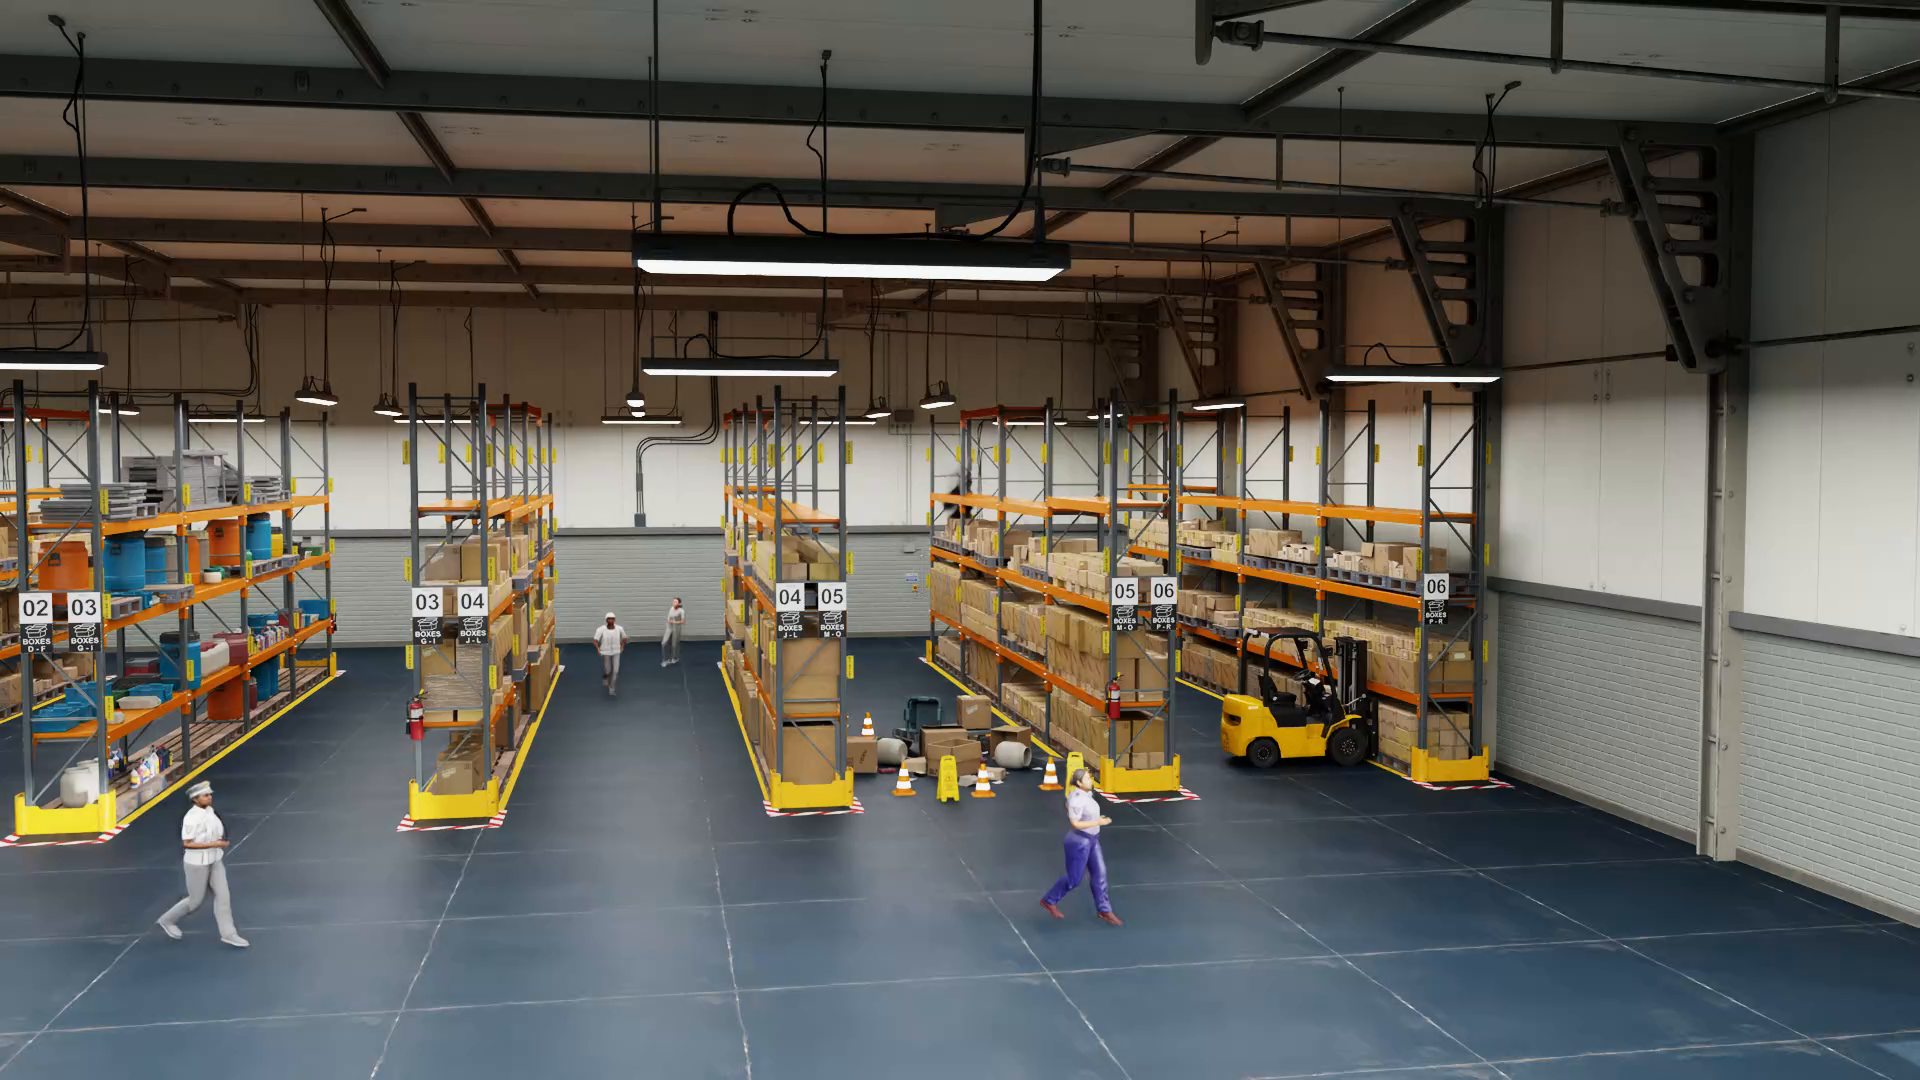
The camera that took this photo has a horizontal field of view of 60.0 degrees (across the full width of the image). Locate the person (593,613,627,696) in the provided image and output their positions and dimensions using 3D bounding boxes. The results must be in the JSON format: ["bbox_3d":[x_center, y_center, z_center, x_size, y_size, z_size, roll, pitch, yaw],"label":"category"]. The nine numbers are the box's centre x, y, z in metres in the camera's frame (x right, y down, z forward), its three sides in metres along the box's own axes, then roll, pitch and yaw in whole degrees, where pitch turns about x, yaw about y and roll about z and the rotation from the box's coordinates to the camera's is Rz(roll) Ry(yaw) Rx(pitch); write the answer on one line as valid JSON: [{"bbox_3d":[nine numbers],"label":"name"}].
[{"bbox_3d":[-7.322,2.379,34.876,0.701,1.724,0.661,-1,3,-21],"label":"person"}]

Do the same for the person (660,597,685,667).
[{"bbox_3d":[-6.767,2.194,39.591,0.633,1.699,0.669,1,3,21],"label":"person"}]

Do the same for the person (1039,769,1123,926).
[{"bbox_3d":[1.289,3.265,17.724,0.886,1.670,0.602,1,3,22],"label":"person"}]

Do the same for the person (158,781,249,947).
[{"bbox_3d":[-7.689,3.282,16.877,0.923,1.699,0.579,0,3,9],"label":"person"}]
